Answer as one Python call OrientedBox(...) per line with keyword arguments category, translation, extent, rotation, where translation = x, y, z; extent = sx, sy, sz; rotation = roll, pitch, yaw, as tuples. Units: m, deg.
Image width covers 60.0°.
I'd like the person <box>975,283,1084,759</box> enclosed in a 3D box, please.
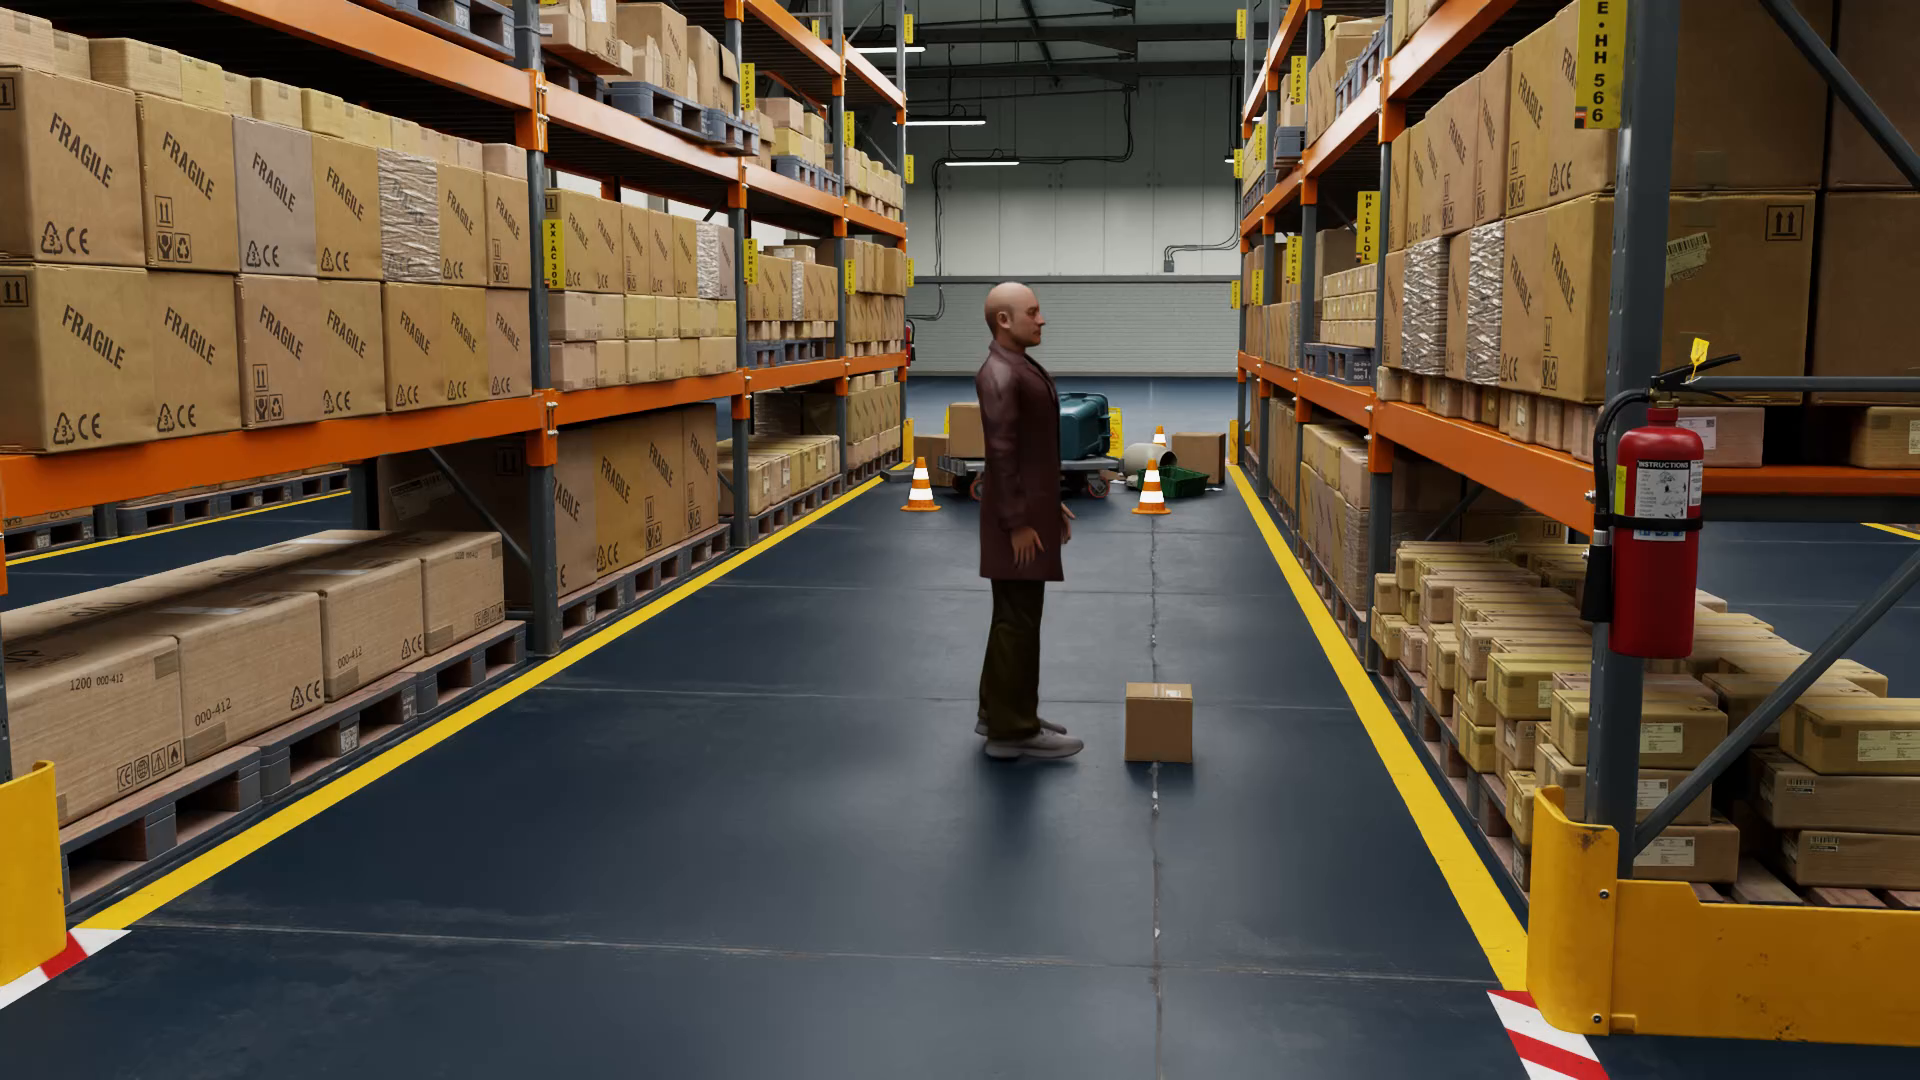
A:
OrientedBox(category="person", translation=(0.262, 0.028, 6.335), extent=(0.445, 1.603, 0.574), rotation=(1, 7, 7))
